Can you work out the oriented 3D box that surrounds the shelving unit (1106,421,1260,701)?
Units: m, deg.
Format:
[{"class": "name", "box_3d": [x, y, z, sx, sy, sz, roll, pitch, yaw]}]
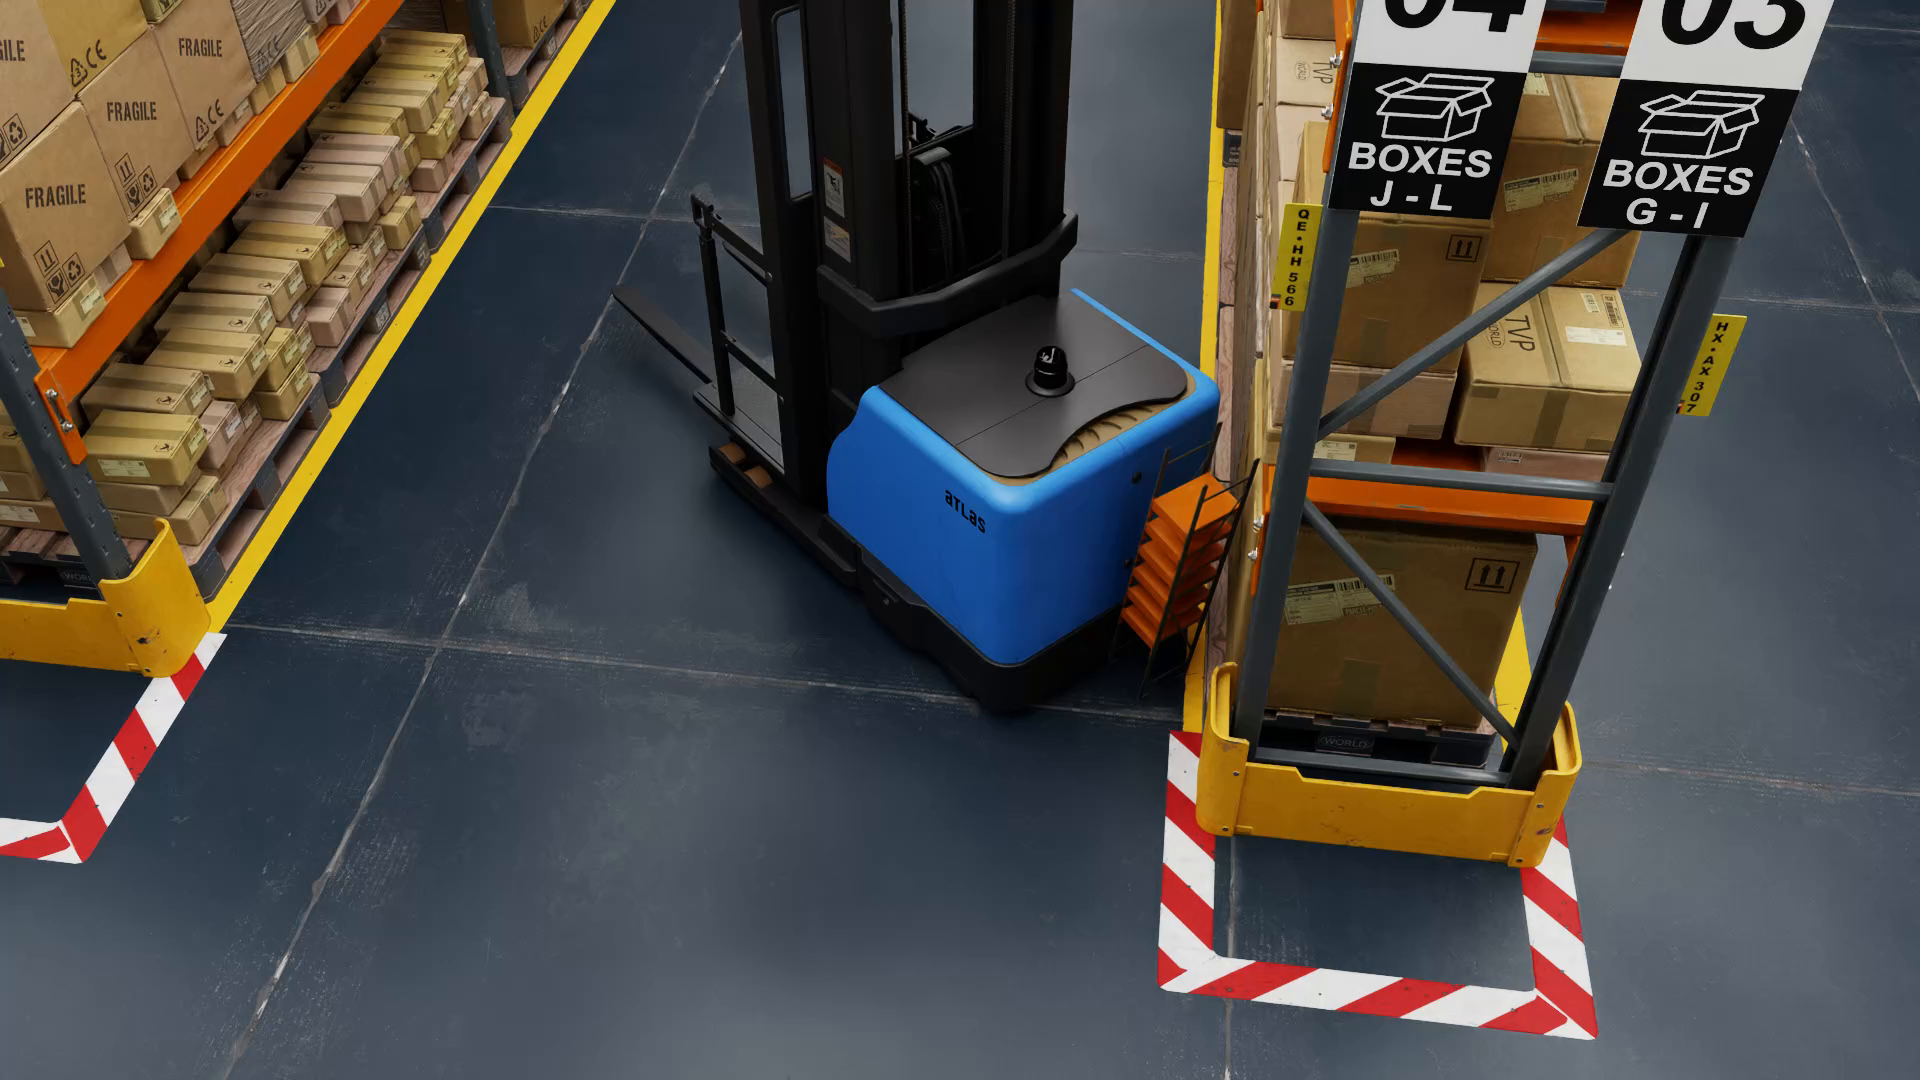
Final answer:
[{"class": "shelving unit", "box_3d": [0.752, 0.104, 5.756, 0.258, 1.200, 0.189, -26, 58, -25]}]

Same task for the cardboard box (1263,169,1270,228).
[{"class": "cardboard box", "box_3d": [1.300, -1.222, 6.041, 0.380, 0.149, 0.250, 5, 44, 6]}]

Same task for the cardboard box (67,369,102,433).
[{"class": "cardboard box", "box_3d": [-3.582, -0.570, 6.506, 0.380, 0.149, 0.250, 6, 44, 6]}]

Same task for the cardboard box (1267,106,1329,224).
[{"class": "cardboard box", "box_3d": [1.348, -1.268, 5.800, 0.500, 0.250, 0.500, 4, 44, 4]}]

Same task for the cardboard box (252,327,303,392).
[{"class": "cardboard box", "box_3d": [-2.989, -0.767, 6.931, 0.380, 0.149, 0.250, 7, 44, 7]}]

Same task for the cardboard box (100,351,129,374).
[{"class": "cardboard box", "box_3d": [-3.637, -0.652, 6.809, 0.380, 0.149, 0.250, 4, 44, 4]}]

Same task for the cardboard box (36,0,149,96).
[{"class": "cardboard box", "box_3d": [-3.108, -1.821, 5.475, 0.500, 0.500, 0.500, 6, 44, 7]}]

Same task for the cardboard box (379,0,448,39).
[{"class": "cardboard box", "box_3d": [-3.114, -3.185, 9.445, 0.500, 0.500, 0.500, 4, 44, 5]}]

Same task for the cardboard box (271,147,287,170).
[{"class": "cardboard box", "box_3d": [-3.419, -1.826, 7.832, 0.380, 0.149, 0.250, 6, 44, 6]}]

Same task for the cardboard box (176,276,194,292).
[{"class": "cardboard box", "box_3d": [-3.529, -1.179, 7.366, 0.380, 0.149, 0.250, 7, 44, 8]}]

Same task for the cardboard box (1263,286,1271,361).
[{"class": "cardboard box", "box_3d": [1.200, -0.698, 5.488, 0.380, 0.149, 0.250, 5, 44, 6]}]

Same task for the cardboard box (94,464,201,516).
[{"class": "cardboard box", "box_3d": [-3.167, -0.246, 6.380, 0.380, 0.149, 0.250, 7, 44, 7]}]

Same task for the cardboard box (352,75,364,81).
[{"class": "cardboard box", "box_3d": [-3.327, -2.420, 8.676, 0.380, 0.149, 0.250, 7, 44, 7]}]

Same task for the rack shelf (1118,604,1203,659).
[{"class": "rack shelf", "box_3d": [0.726, 0.283, 5.975, 0.258, 0.103, 0.180, -26, 58, -25]}]

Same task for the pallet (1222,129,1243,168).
[{"class": "pallet", "box_3d": [1.968, -2.414, 9.146, 1.003, 0.211, 1.213, 5, 44, 6]}]

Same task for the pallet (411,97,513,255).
[{"class": "pallet", "box_3d": [-3.016, -1.940, 8.645, 1.003, 0.211, 1.213, 5, 44, 6]}]

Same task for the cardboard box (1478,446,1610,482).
[{"class": "cardboard box", "box_3d": [1.786, -0.288, 5.055, 0.380, 0.149, 0.250, 6, 44, 6]}]

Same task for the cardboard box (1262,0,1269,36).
[{"class": "cardboard box", "box_3d": [1.503, -2.272, 7.151, 0.380, 0.149, 0.250, 7, 44, 7]}]

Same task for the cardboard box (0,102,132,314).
[{"class": "cardboard box", "box_3d": [-3.158, -1.112, 5.454, 0.500, 0.500, 0.500, 7, 44, 7]}]

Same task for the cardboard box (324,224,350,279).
[{"class": "cardboard box", "box_3d": [-3.008, -1.329, 7.523, 0.380, 0.149, 0.250, 7, 44, 7]}]

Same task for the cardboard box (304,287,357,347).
[{"class": "cardboard box", "box_3d": [-2.924, -0.997, 7.389, 0.380, 0.149, 0.250, 3, 44, 3]}]

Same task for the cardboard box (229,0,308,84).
[{"class": "cardboard box", "box_3d": [-2.974, -2.160, 6.560, 0.500, 0.500, 0.500, 4, 44, 4]}]

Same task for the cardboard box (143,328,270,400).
[{"class": "cardboard box", "box_3d": [-3.008, -0.705, 6.649, 0.380, 0.149, 0.250, 5, 44, 5]}]

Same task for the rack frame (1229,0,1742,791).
[{"class": "rack frame", "box_3d": [1.412, -0.167, 4.745, 1.000, 3.000, 0.127, 5, 44, 6]}]

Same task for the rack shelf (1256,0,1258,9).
[{"class": "rack shelf", "box_3d": [2.205, -3.995, 9.311, 1.077, 0.370, 4.000, 5, 44, 6]}]

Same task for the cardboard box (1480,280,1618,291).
[{"class": "cardboard box", "box_3d": [1.805, -0.878, 5.389, 0.500, 0.250, 0.500, 5, 44, 5]}]

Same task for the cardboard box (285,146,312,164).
[{"class": "cardboard box", "box_3d": [-3.307, -1.887, 8.113, 0.380, 0.149, 0.250, 3, 44, 3]}]

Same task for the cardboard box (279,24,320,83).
[{"class": "cardboard box", "box_3d": [-2.903, -2.034, 6.899, 0.380, 0.149, 0.250, 6, 44, 6]}]

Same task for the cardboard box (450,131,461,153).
[{"class": "cardboard box", "box_3d": [-2.794, -2.063, 8.515, 0.380, 0.149, 0.250, 6, 44, 7]}]

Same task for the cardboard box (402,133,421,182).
[{"class": "cardboard box", "box_3d": [-2.861, -1.863, 8.088, 0.380, 0.149, 0.250, 6, 44, 6]}]

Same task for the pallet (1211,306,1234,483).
[{"class": "pallet", "box_3d": [1.604, -0.536, 7.163, 1.003, 0.211, 1.213, 5, 44, 6]}]

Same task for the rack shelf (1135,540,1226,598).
[{"class": "rack shelf", "box_3d": [0.758, 0.056, 5.697, 0.258, 0.103, 0.180, -26, 58, -25]}]

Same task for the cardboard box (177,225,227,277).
[{"class": "cardboard box", "box_3d": [-3.452, -1.287, 7.263, 0.380, 0.149, 0.250, 4, 44, 4]}]

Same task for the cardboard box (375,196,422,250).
[{"class": "cardboard box", "box_3d": [-2.813, -1.527, 7.949, 0.380, 0.149, 0.250, 5, 44, 5]}]

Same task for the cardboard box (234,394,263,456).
[{"class": "cardboard box", "box_3d": [-3.125, -0.488, 6.852, 0.380, 0.149, 0.250, 6, 44, 6]}]

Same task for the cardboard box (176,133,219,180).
[{"class": "cardboard box", "box_3d": [-3.084, -1.514, 6.350, 0.380, 0.149, 0.250, 5, 44, 5]}]

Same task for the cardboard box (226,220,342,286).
[{"class": "cardboard box", "box_3d": [-2.931, -1.245, 7.219, 0.380, 0.149, 0.250, 6, 44, 6]}]

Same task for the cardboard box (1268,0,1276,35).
[{"class": "cardboard box", "box_3d": [1.548, -2.312, 6.903, 0.500, 0.250, 0.500, 5, 44, 5]}]

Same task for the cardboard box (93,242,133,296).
[{"class": "cardboard box", "box_3d": [-3.131, -0.964, 5.769, 0.380, 0.149, 0.250, 7, 44, 7]}]

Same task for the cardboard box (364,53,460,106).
[{"class": "cardboard box", "box_3d": [-2.746, -2.303, 8.336, 0.380, 0.149, 0.250, 6, 44, 6]}]

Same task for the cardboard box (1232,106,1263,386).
[{"class": "cardboard box", "box_3d": [1.655, -1.219, 7.095, 0.875, 0.875, 0.875, 5, 44, 6]}]

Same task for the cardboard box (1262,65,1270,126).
[{"class": "cardboard box", "box_3d": [1.401, -1.747, 6.597, 0.380, 0.149, 0.250, 6, 44, 6]}]

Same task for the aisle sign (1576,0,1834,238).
[{"class": "aisle sign", "box_3d": [1.700, -1.035, 3.771, 0.394, 0.787, 0.004, 5, 44, 6]}]

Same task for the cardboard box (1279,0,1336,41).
[{"class": "cardboard box", "box_3d": [1.487, -2.226, 6.267, 0.500, 0.500, 0.500, 4, 44, 4]}]

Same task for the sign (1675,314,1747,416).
[{"class": "sign", "box_3d": [1.961, -0.456, 4.363, 0.100, 0.325, 0.005, 5, 44, 6]}]

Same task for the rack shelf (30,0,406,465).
[{"class": "rack shelf", "box_3d": [-3.227, -1.789, 6.981, 1.077, 0.370, 4.000, 5, 44, 6]}]

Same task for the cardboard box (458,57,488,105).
[{"class": "cardboard box", "box_3d": [-2.689, -2.395, 8.649, 0.380, 0.149, 0.250, 6, 44, 6]}]

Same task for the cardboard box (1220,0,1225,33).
[{"class": "cardboard box", "box_3d": [2.123, -3.321, 9.316, 1.225, 0.875, 0.875, 4, 44, 4]}]

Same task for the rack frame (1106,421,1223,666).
[{"class": "rack frame", "box_3d": [0.699, 0.043, 5.799, 0.240, 1.200, 0.006, -26, 58, -25]}]

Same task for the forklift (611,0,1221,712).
[{"class": "forklift", "box_3d": [-0.394, -1.398, 6.095, 1.130, 2.935, 3.031, -29, 51, -27]}]

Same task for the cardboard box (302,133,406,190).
[{"class": "cardboard box", "box_3d": [-2.828, -1.770, 7.773, 0.380, 0.149, 0.250, 3, 44, 3]}]

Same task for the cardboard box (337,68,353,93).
[{"class": "cardboard box", "box_3d": [-3.308, -2.348, 8.384, 0.380, 0.149, 0.250, 7, 44, 8]}]
